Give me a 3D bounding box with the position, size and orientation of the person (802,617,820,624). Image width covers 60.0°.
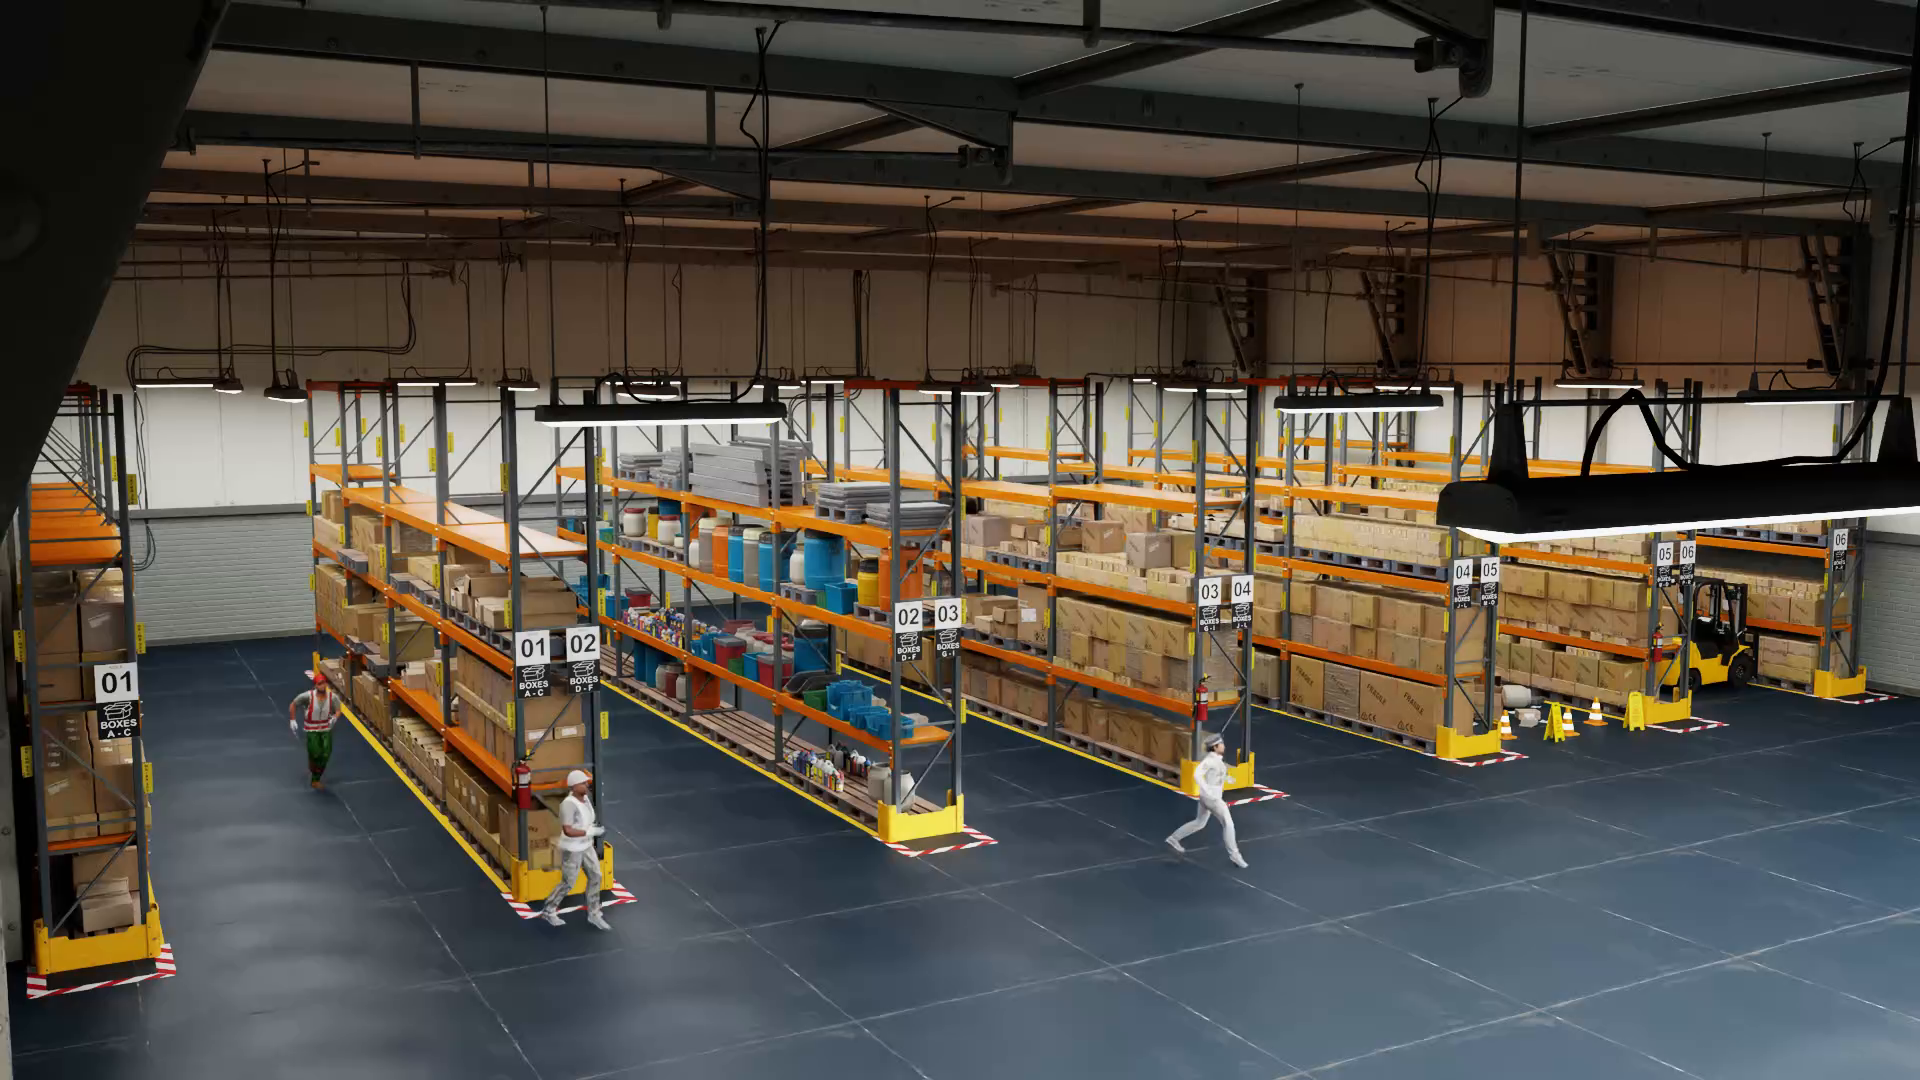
[{"bbox_3d":[-2.691,2.014,30.581,0.471,1.648,0.658,-4,7,-34],"label":"person"}]

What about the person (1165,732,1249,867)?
[{"bbox_3d":[3.135,3.277,21.001,1.032,1.735,0.579,0,6,1],"label":"person"}]

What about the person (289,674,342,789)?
[{"bbox_3d":[-9.557,2.851,24.758,0.709,1.728,0.676,-4,7,-35],"label":"person"}]

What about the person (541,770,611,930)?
[{"bbox_3d":[-4.292,3.478,18.576,0.770,1.853,0.706,1,6,11],"label":"person"}]
